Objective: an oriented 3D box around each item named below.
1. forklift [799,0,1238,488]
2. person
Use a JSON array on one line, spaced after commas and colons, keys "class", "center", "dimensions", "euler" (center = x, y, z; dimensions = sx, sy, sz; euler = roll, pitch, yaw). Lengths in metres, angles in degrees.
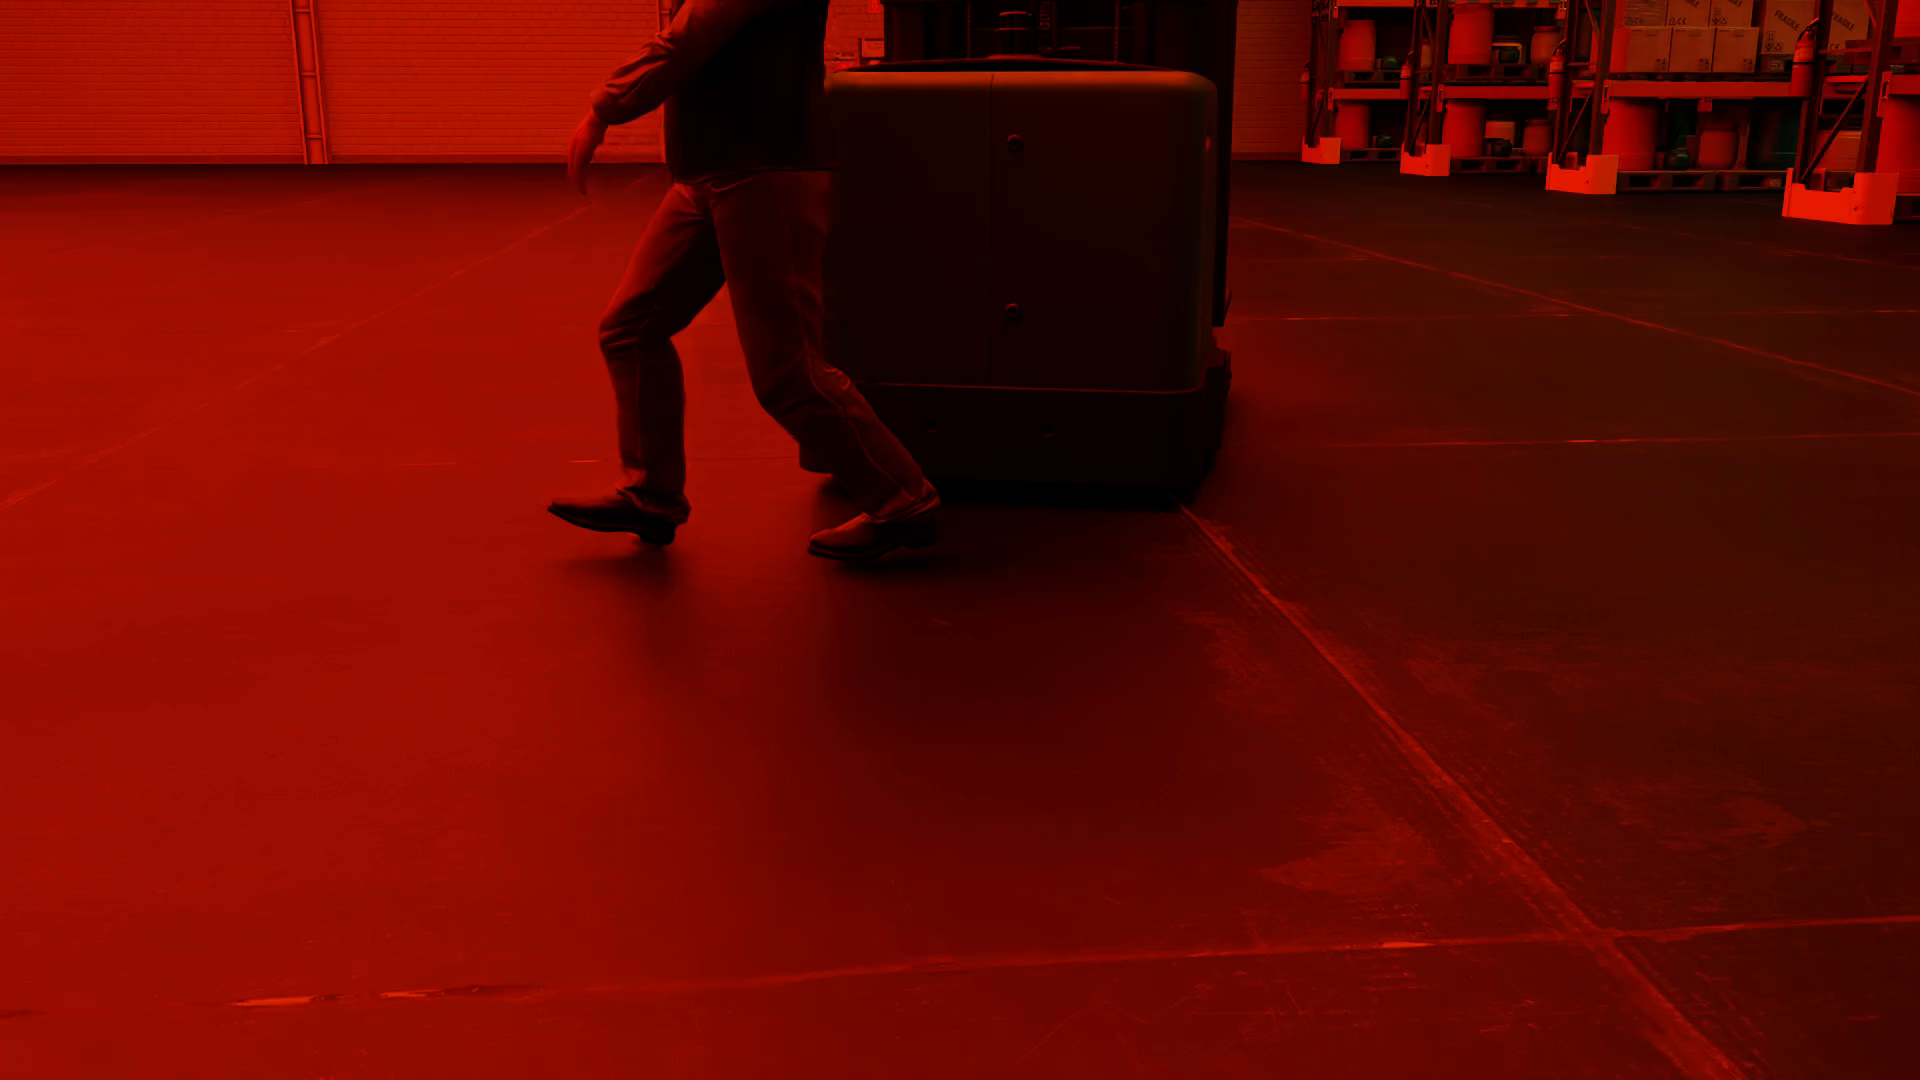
[{"class": "forklift", "center": [0.350, -1.878, 5.314], "dimensions": [1.130, 2.935, 3.031], "euler": [3, 15, 10]}, {"class": "person", "center": [-0.502, -0.773, 3.632], "dimensions": [0.838, 1.658, 0.675], "euler": [-5, 15, -18]}]
